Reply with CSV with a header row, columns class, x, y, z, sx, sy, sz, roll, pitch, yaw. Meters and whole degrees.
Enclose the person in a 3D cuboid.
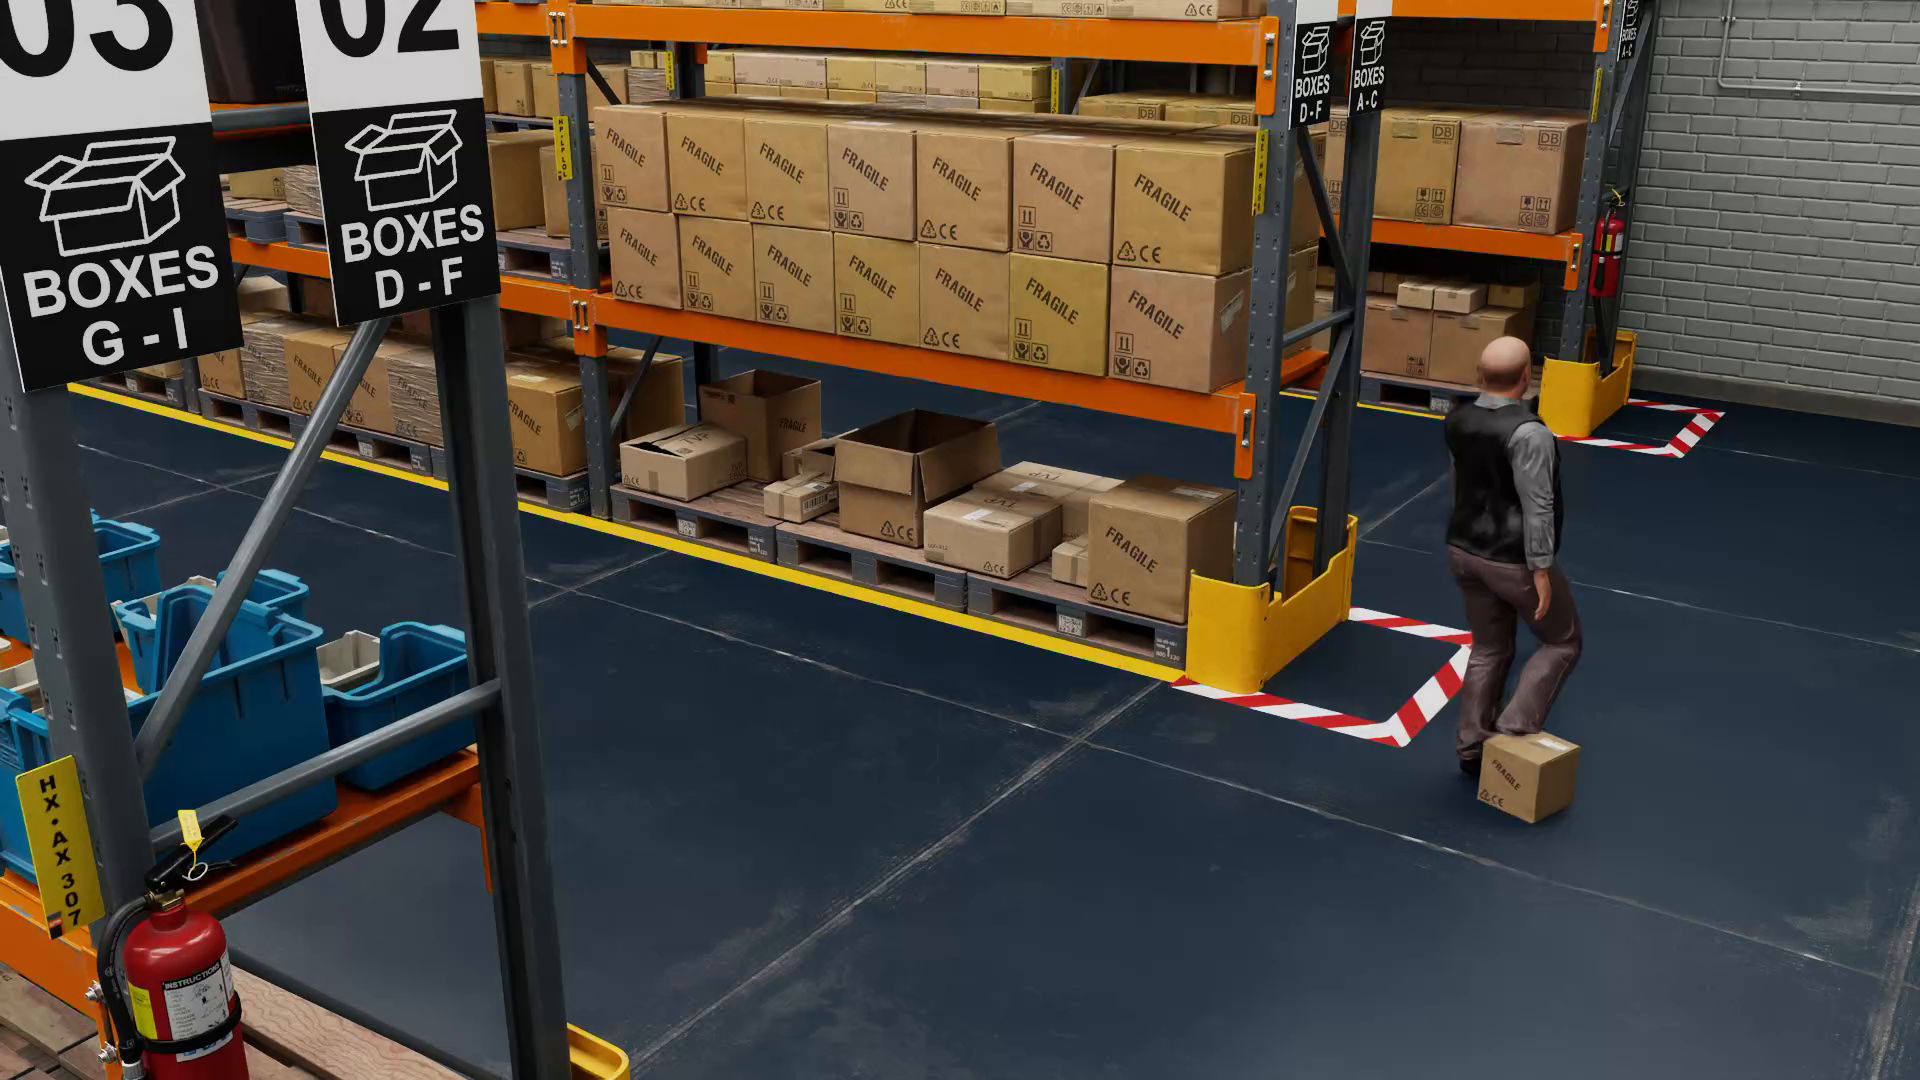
class,x,y,z,sx,sy,sz,roll,pitch,yaw
person,2.121,0.084,6.367,0.458,1.733,0.609,-9,22,-24
